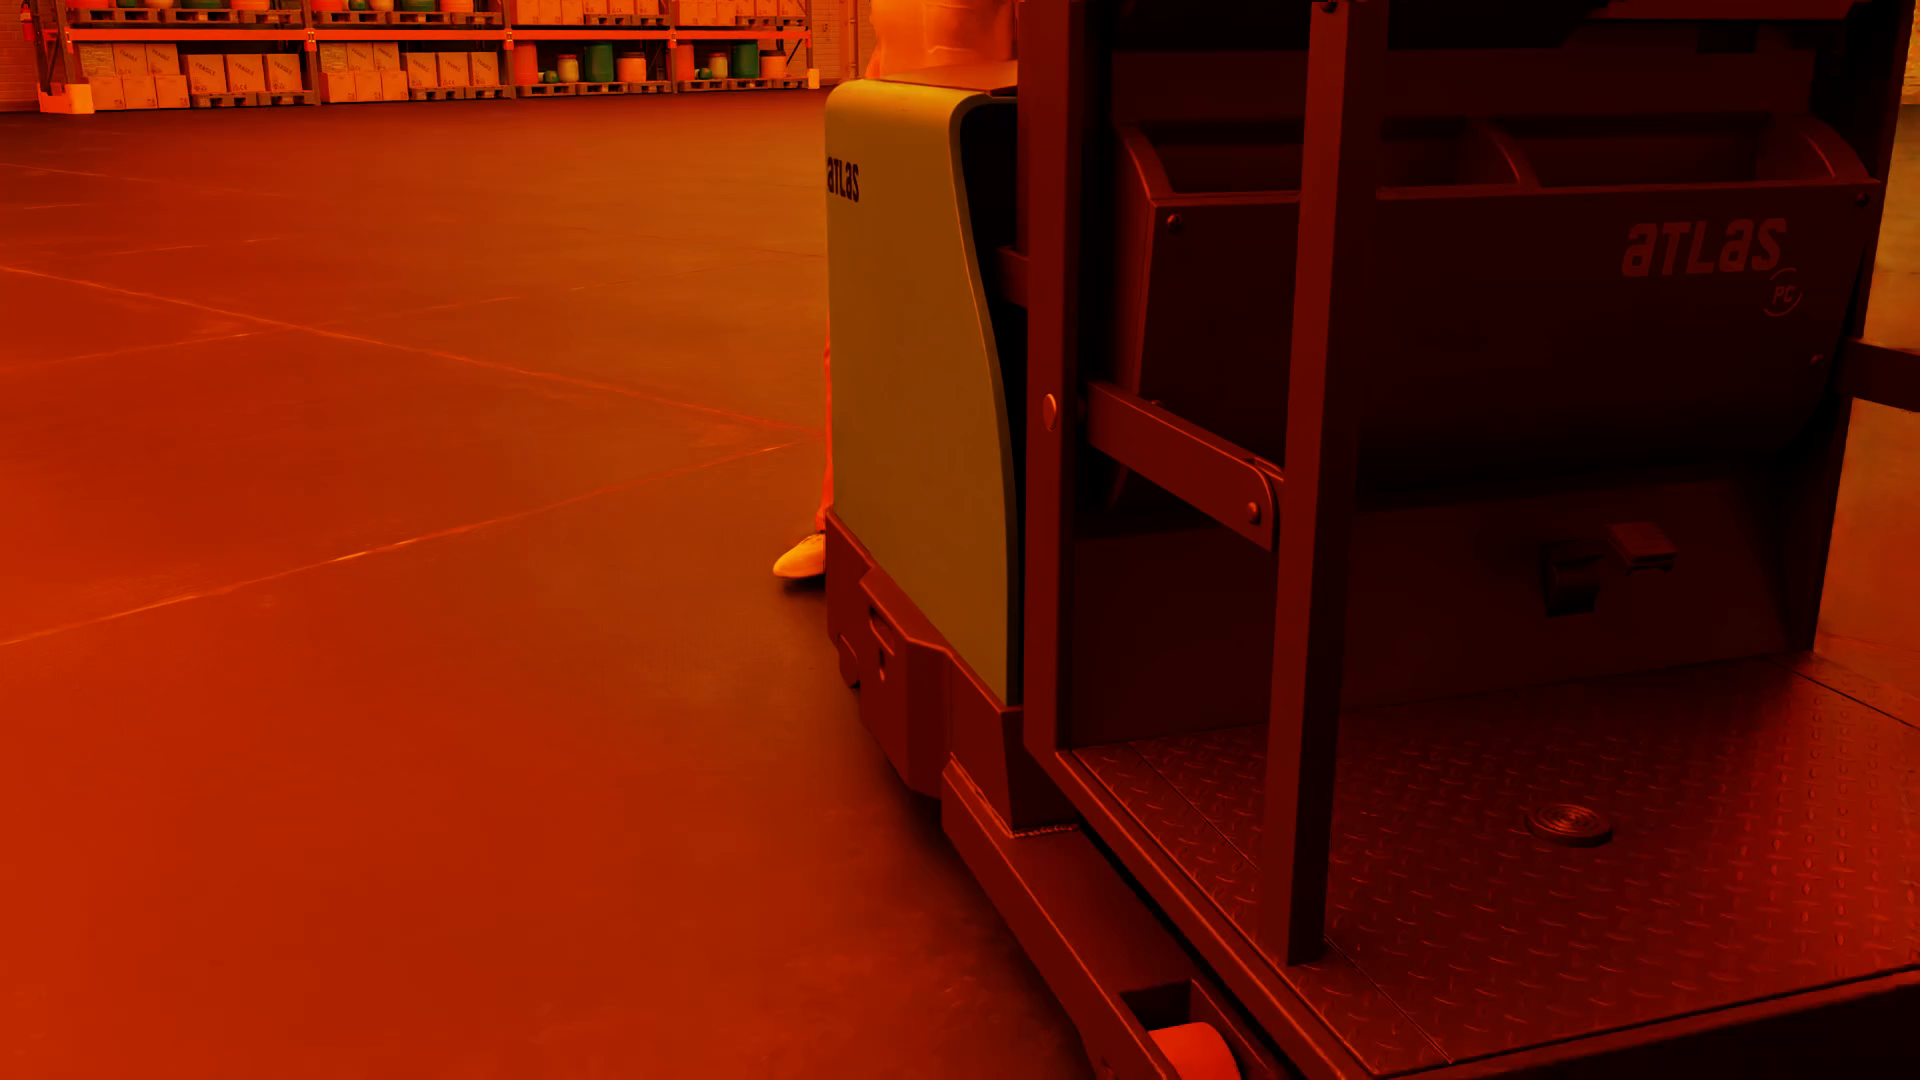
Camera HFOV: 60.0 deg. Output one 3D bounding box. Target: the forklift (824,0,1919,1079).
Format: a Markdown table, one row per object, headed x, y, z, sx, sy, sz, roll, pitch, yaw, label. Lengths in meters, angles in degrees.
| x | y | z | sx | sy | sz | roll | pitch | yaw | label |
| --- | --- | --- | --- | --- | --- | --- | --- | --- | --- |
| 0.684 | -0.807 | 1.555 | 1.130 | 2.935 | 3.031 | -5 | 18 | -17 | forklift |

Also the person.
| x | y | z | sx | sy | sz | roll | pitch | yaw | label |
| --- | --- | --- | --- | --- | --- | --- | --- | --- | --- |
| -0.031 | -0.765 | 3.521 | 0.618 | 1.596 | 0.504 | 11 | 20 | 32 | person |
